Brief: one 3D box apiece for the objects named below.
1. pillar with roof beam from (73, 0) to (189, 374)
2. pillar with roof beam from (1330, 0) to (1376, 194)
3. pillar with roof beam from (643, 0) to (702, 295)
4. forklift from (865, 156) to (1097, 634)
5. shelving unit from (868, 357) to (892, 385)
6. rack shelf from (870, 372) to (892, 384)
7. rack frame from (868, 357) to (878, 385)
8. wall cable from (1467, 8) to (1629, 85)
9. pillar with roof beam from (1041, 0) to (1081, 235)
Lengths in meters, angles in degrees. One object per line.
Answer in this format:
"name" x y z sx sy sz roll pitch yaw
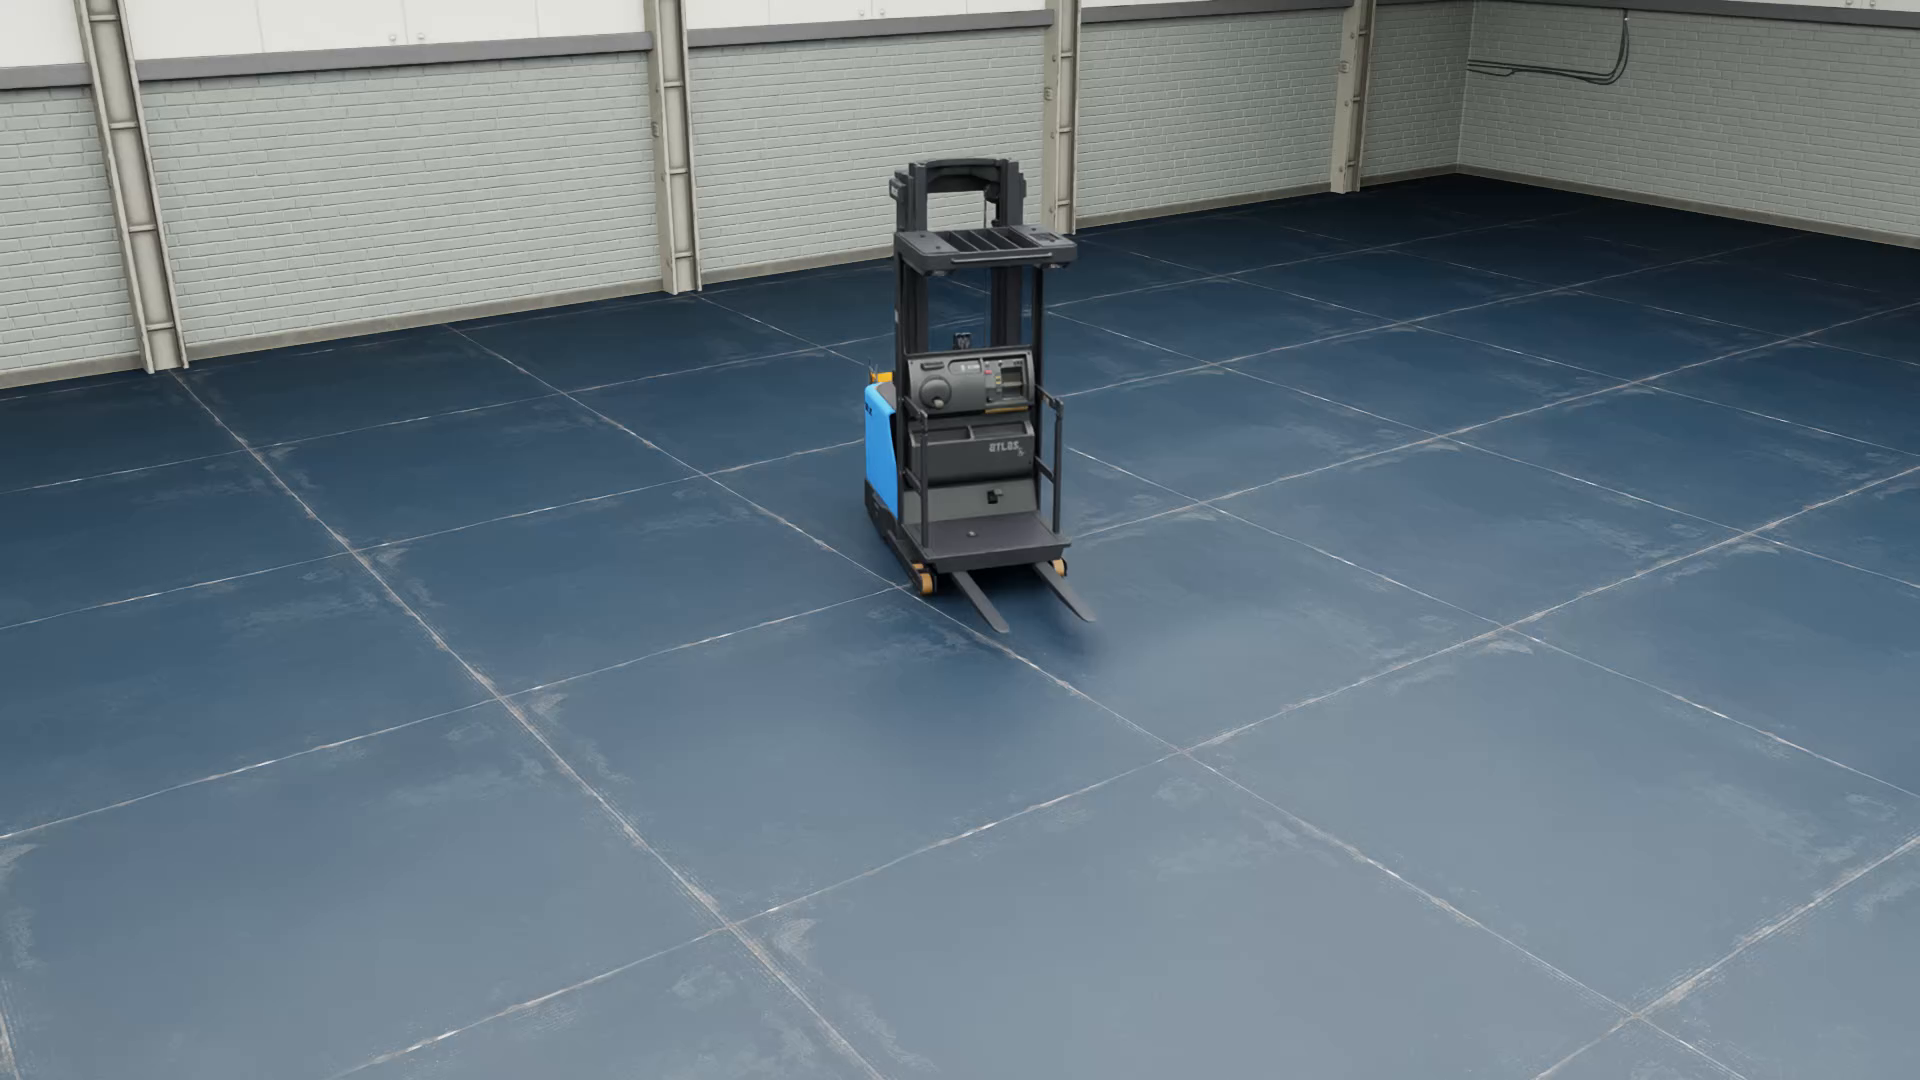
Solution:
"pillar with roof beam" -5.812 -4.695 12.520 0.400 9.000 9.100 -15 26 -33
"pillar with roof beam" 8.799 -8.591 22.283 0.400 9.000 9.100 -15 26 -33
"pillar with roof beam" -0.941 -5.993 15.774 0.400 9.000 9.100 -15 26 -33
"forklift" 0.142 -1.124 11.757 1.121 2.935 3.031 -6 23 -15
"shelving unit" -0.463 -0.894 13.518 0.499 1.200 0.258 -7 23 -16
"rack shelf" -0.461 -1.259 13.373 0.480 0.148 0.258 -7 23 -16
"rack frame" -0.694 -0.868 13.452 0.015 1.200 0.240 -7 23 -16
"wall cable" 9.449 -8.684 26.706 0.112 2.526 3.097 -15 26 -33
"pillar with roof beam" 3.929 -7.292 19.029 0.400 9.000 9.100 -15 26 -33
